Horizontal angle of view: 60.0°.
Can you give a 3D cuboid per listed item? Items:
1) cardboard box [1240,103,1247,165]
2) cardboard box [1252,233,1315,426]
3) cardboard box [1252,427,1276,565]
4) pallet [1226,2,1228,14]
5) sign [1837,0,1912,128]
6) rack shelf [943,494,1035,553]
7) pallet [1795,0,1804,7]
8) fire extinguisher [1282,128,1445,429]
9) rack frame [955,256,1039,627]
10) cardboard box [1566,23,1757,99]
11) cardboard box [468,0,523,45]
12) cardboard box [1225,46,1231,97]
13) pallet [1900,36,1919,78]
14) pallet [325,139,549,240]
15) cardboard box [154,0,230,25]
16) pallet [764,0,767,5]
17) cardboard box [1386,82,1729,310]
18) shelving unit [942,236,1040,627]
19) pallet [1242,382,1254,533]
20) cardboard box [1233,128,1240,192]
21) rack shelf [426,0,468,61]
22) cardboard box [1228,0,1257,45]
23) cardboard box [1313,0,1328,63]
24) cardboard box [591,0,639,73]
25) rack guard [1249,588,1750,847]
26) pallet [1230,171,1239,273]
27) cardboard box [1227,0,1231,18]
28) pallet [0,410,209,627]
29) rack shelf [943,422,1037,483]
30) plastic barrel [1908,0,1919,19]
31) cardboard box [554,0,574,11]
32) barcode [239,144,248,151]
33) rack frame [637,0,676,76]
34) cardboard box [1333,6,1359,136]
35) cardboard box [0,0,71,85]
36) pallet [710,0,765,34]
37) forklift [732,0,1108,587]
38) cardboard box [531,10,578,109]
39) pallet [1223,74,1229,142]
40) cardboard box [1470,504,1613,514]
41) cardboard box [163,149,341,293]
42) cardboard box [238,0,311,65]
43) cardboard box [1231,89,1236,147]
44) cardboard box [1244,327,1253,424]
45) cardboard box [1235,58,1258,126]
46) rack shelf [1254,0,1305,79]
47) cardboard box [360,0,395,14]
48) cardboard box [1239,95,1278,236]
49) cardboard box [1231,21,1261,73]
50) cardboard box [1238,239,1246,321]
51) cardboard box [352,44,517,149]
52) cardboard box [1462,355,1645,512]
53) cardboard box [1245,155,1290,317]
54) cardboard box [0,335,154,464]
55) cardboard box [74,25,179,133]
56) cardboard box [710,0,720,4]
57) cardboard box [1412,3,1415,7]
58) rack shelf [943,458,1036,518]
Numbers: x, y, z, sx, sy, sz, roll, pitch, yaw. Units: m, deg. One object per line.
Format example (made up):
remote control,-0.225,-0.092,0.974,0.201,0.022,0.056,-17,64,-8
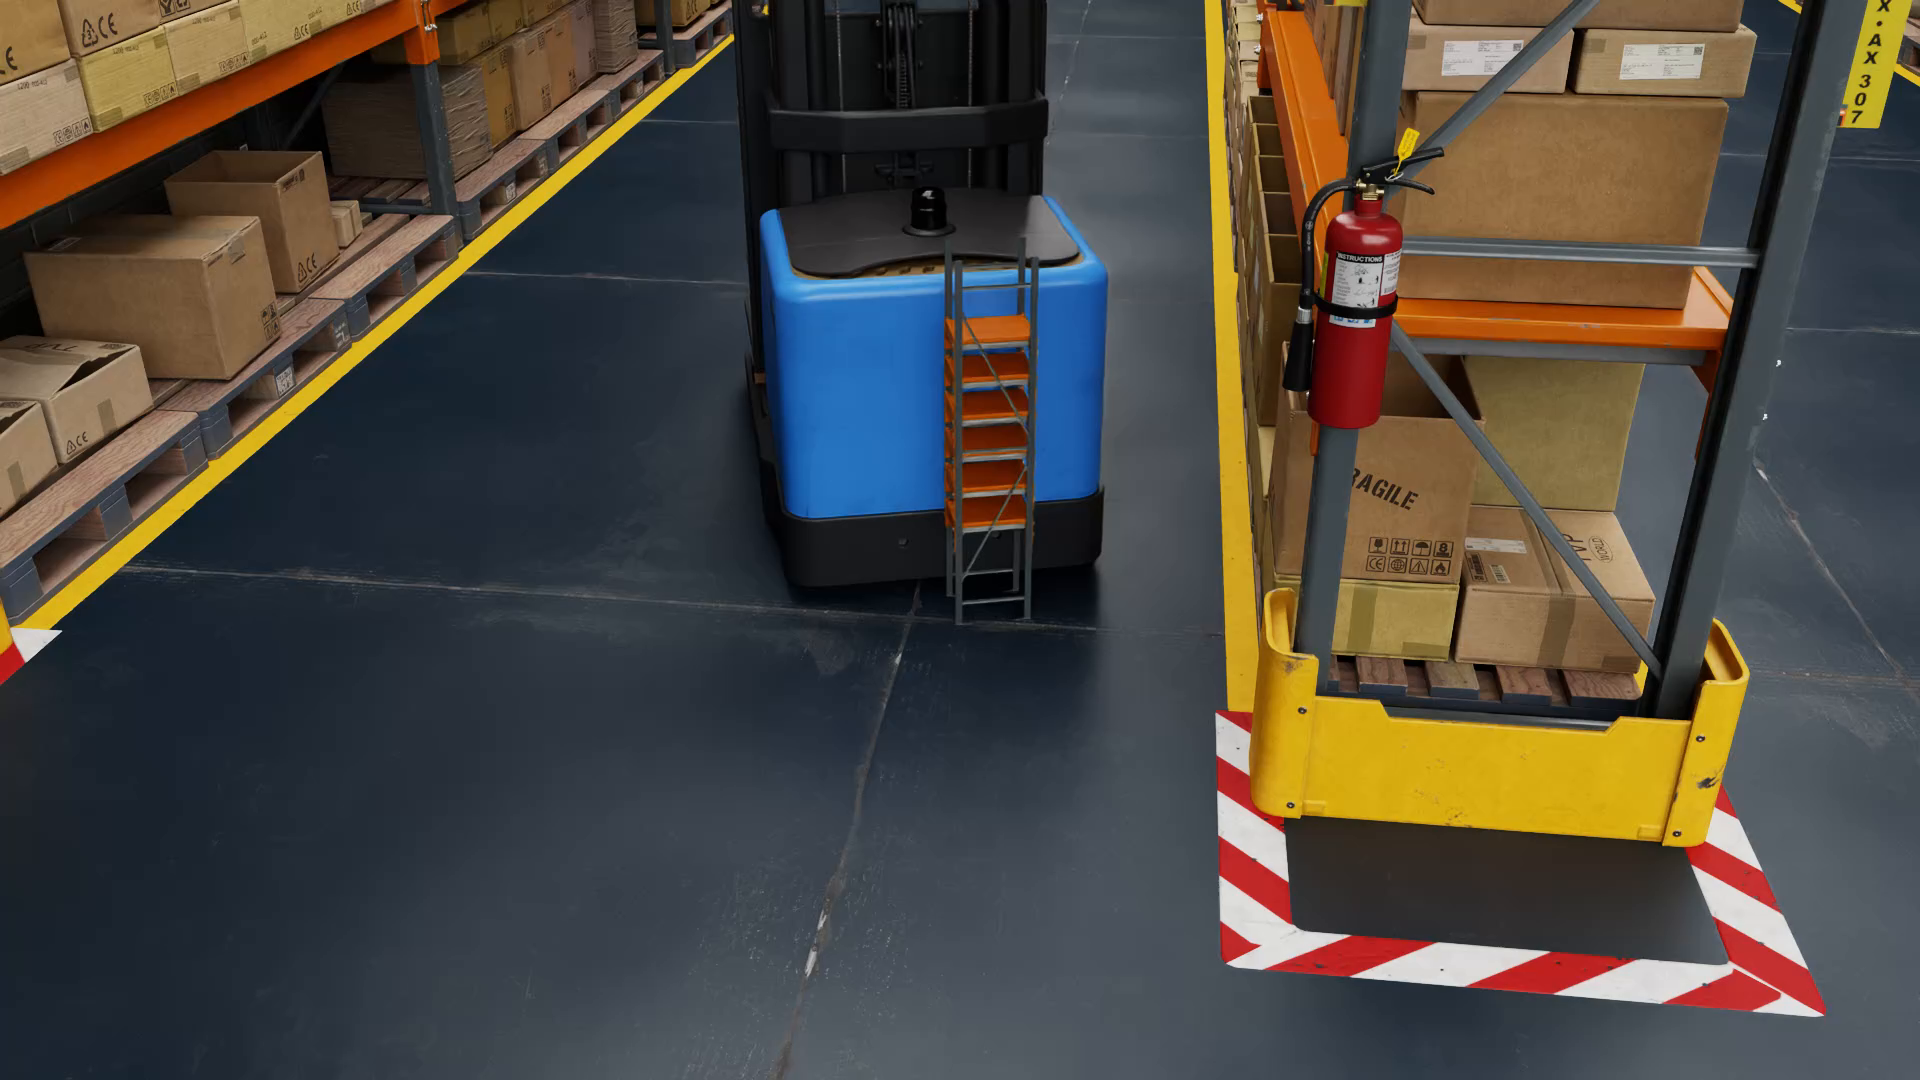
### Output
cardboard box,1.633,-1.964,8.098,0.500,0.311,0.500,3,28,6
cardboard box,1.257,-0.698,5.549,0.500,0.500,0.500,3,28,6
cardboard box,1.200,-0.133,5.290,0.500,0.250,0.500,3,28,6
pallet,2.786,-4.688,14.230,1.003,0.211,1.213,3,28,6
sign,1.928,-1.033,3.509,0.100,0.325,0.005,3,28,6
rack shelf,0.089,-0.058,5.192,0.258,0.103,0.180,-5,29,-8
pallet,7.628,-4.423,13.738,1.003,0.211,1.213,3,28,6
fire extinguisher,0.903,-0.590,3.764,0.296,0.674,0.183,3,28,6
rack frame,0.104,-0.266,4.978,0.240,1.200,0.006,-5,29,-8
cardboard box,1.640,-1.154,3.941,0.380,0.149,0.250,3,28,6
cardboard box,-2.864,-3.045,9.620,0.500,0.250,0.500,3,28,5
cardboard box,1.942,-2.927,10.476,0.500,0.250,0.500,3,28,5
pallet,7.329,-3.275,11.606,1.003,0.211,1.213,3,28,6
pallet,-2.955,-1.960,9.166,1.003,0.211,1.213,3,28,6
cardboard box,-2.990,-2.137,5.901,0.500,0.500,0.500,4,29,8
pallet,-2.088,-4.992,14.794,1.003,0.211,1.213,3,28,6
cardboard box,1.448,-0.916,4.181,0.700,0.500,0.500,3,28,6
shelving unit,0.089,-0.308,5.058,0.258,1.200,0.189,-5,29,-8
pallet,1.582,-0.360,6.196,1.003,0.211,1.213,3,28,6
cardboard box,1.695,-1.960,8.681,0.500,0.250,0.500,3,28,5
rack shelf,-2.803,-3.446,9.743,1.077,0.370,4.000,3,28,6
cardboard box,2.003,-3.410,10.782,0.500,0.311,0.500,4,29,8
cardboard box,1.762,-2.122,6.420,0.700,0.500,0.500,3,28,6
cardboard box,-2.595,-3.456,11.173,0.700,0.500,0.500,4,29,7
rack guard,1.375,0.459,4.370,1.175,0.500,0.348,3,28,6
pallet,1.920,-1.657,8.603,1.003,0.211,1.213,3,28,6
cardboard box,2.304,-4.209,12.572,0.500,0.500,0.500,2,28,4
pallet,-3.395,-0.127,5.763,1.003,0.211,1.213,3,28,6
rack shelf,0.089,-0.269,5.079,0.258,0.103,0.180,-5,29,-8
plastic barrel,7.436,-4.252,12.660,0.421,0.512,0.421,0,28,0
cardboard box,-2.727,-3.521,10.504,0.500,0.250,0.500,4,29,7
barcode,-3.353,-1.815,7.791,0.001,0.075,0.075,3,28,6
rack frame,-2.558,-4.704,11.320,1.000,3.000,0.127,3,28,6
cardboard box,1.635,-1.644,5.534,0.700,0.500,0.500,4,29,8
cardboard box,-3.111,-1.651,4.998,0.500,0.500,0.500,3,29,6
pallet,-2.235,-4.416,13.725,1.003,0.211,1.213,3,28,6
forklift,-0.282,-1.818,6.034,1.130,2.935,3.031,-5,29,-8
cardboard box,-2.806,-2.984,10.299,0.700,0.500,0.500,3,28,6
pallet,2.219,-2.805,10.735,1.003,0.211,1.213,3,28,6
cardboard box,1.722,-0.102,5.233,0.500,0.250,0.500,3,28,6
cardboard box,-3.136,-1.424,7.402,0.500,0.500,0.500,1,28,2
cardboard box,-2.921,-2.052,6.533,0.500,0.250,0.500,3,28,6
cardboard box,1.821,-2.440,9.573,0.500,0.250,0.500,4,29,7
cardboard box,1.323,-0.603,6.163,0.500,0.250,0.500,3,28,6
cardboard box,1.754,-2.444,8.989,0.500,0.311,0.500,3,28,6
rack shelf,2.113,-3.160,9.212,1.077,0.370,4.000,3,28,6
cardboard box,-2.806,-2.524,7.409,0.500,0.250,0.500,3,29,6
cardboard box,1.501,-1.640,7.297,0.500,0.500,0.500,3,28,6
cardboard box,1.882,-2.922,9.877,0.500,0.311,0.500,3,28,5
cardboard box,1.444,-1.074,7.037,0.500,0.250,0.500,3,28,6
cardboard box,-2.961,-2.508,9.415,0.700,0.500,0.500,3,28,5
cardboard box,1.724,-0.432,5.055,0.500,0.500,0.500,3,28,6
cardboard box,1.378,-1.169,6.423,0.500,0.500,0.500,3,28,6
cardboard box,-3.295,-0.537,5.956,0.500,0.311,0.500,6,29,10
cardboard box,-3.046,-1.577,5.652,0.500,0.250,0.500,3,28,5
cardboard box,-2.224,-4.693,13.123,0.750,0.750,0.750,3,28,6
cardboard box,1.267,-1.296,4.204,0.380,0.149,0.250,4,29,7
rack shelf,0.089,-0.164,5.136,0.258,0.103,0.180,-5,29,-8
